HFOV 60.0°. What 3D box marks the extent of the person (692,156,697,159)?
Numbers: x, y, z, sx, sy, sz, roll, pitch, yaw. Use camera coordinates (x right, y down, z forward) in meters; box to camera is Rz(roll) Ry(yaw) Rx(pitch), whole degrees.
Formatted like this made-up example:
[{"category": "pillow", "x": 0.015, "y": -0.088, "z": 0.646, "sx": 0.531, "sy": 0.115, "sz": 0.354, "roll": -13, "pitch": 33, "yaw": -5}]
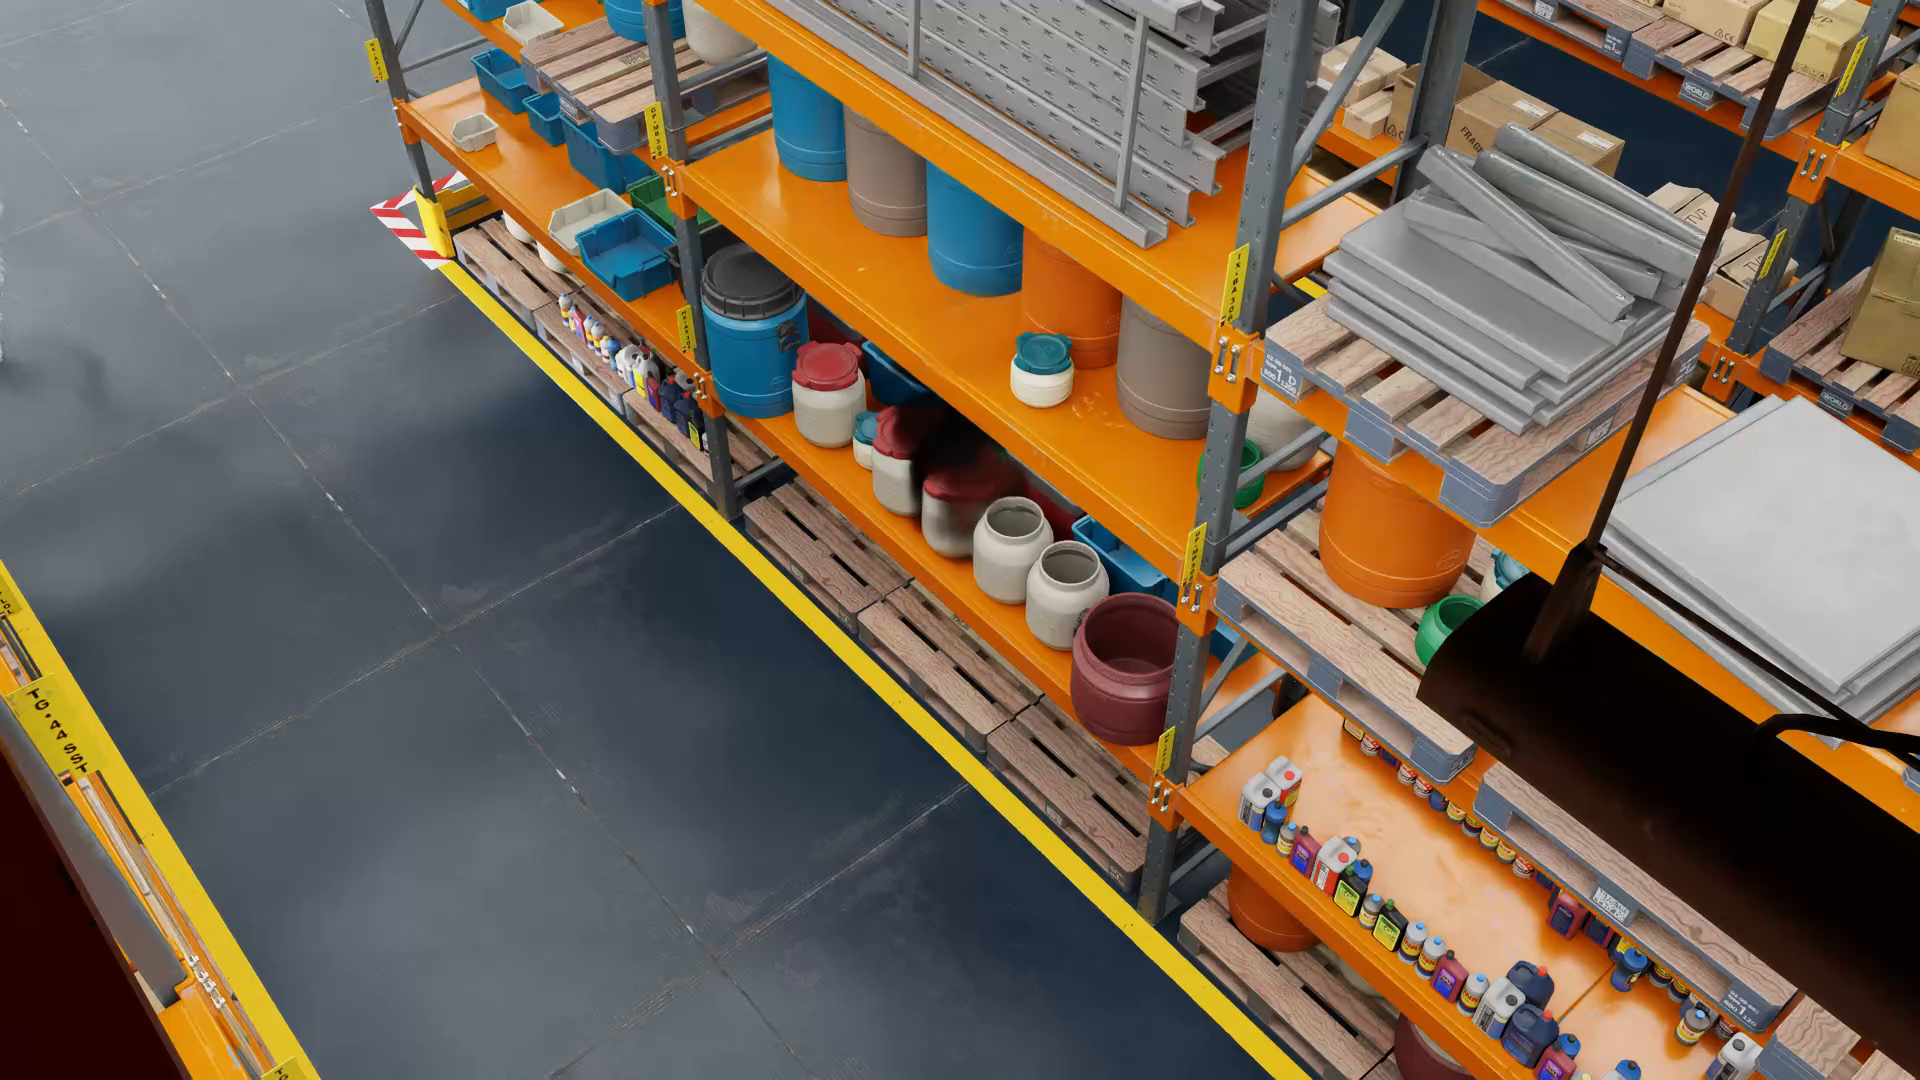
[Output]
[{"category": "person", "x": -2.507, "y": -3.780, "z": 13.443, "sx": 0.529, "sy": 1.660, "sz": 0.578, "roll": 21, "pitch": 50, "yaw": 19}]
